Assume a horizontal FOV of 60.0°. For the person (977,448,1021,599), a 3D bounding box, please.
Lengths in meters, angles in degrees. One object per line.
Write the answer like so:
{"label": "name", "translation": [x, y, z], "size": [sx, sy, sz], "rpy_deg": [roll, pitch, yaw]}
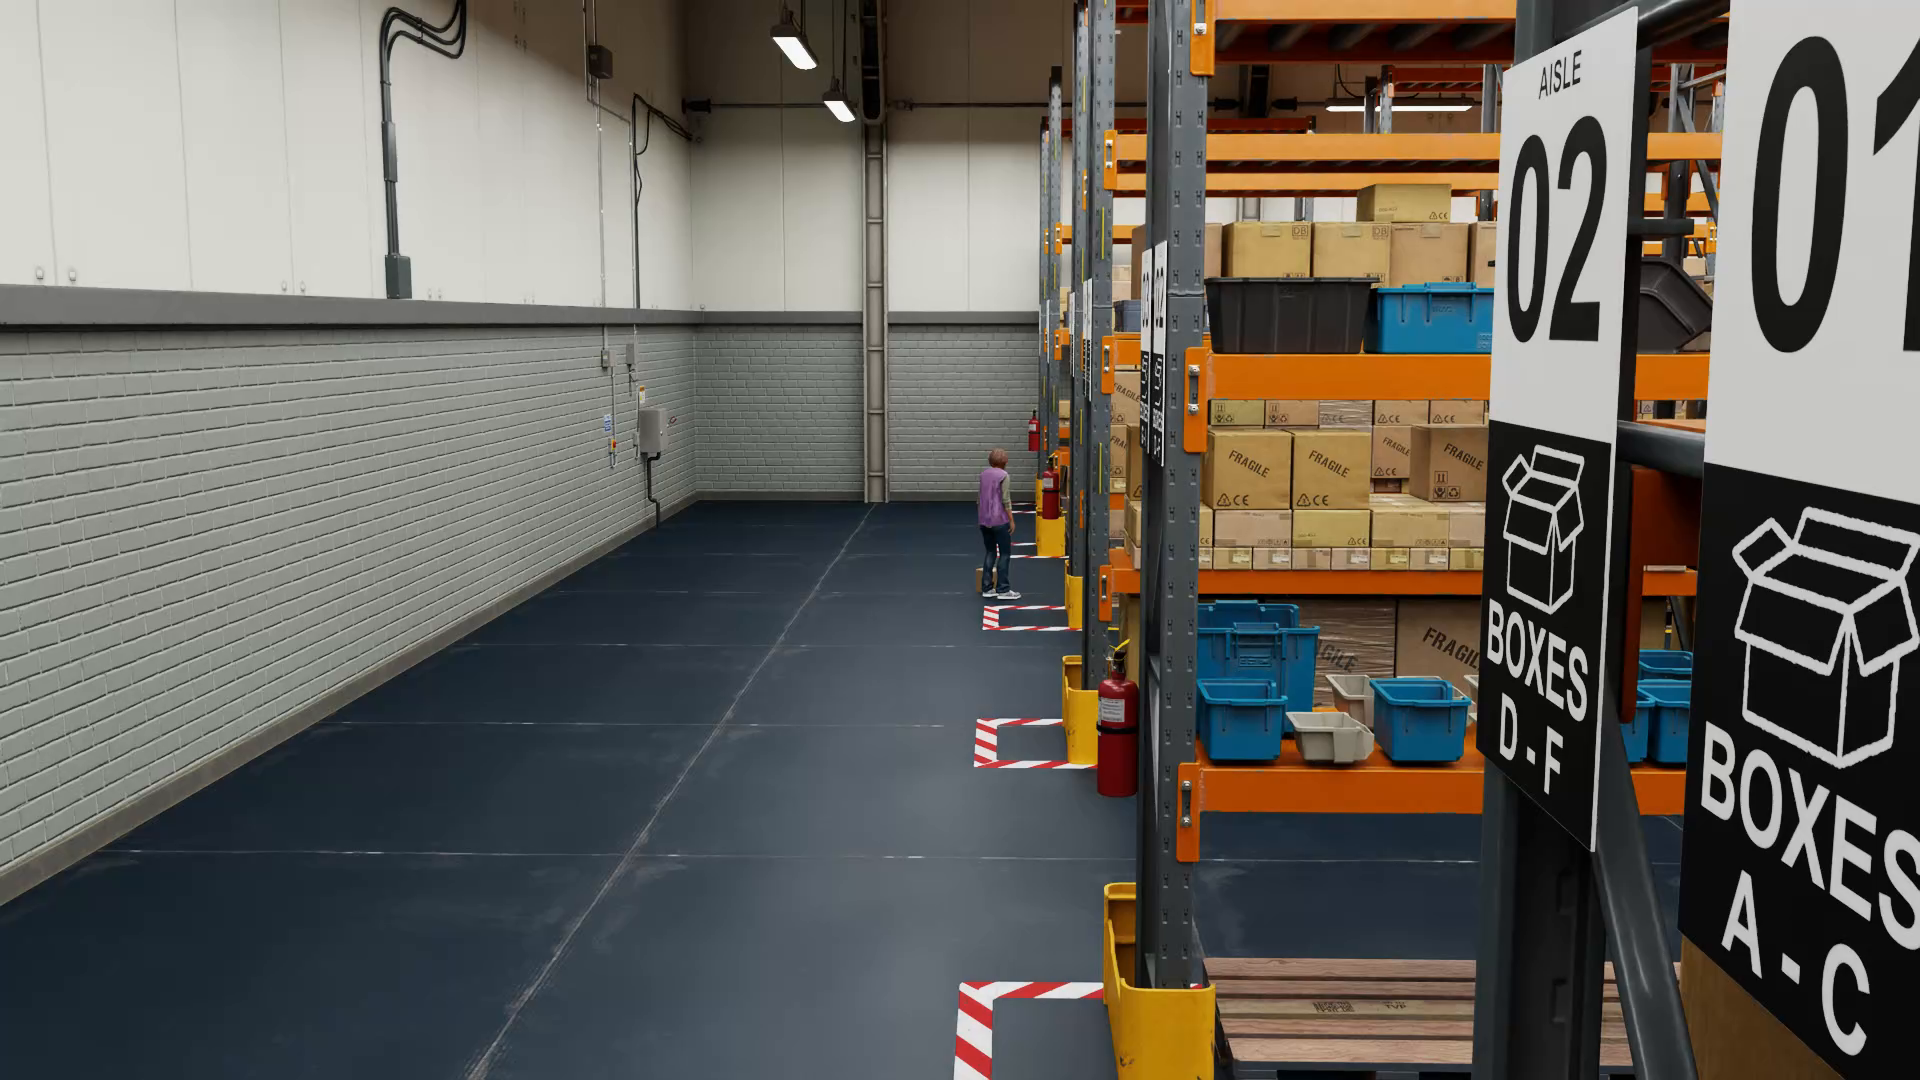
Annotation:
{"label": "person", "translation": [0.384, -0.174, 17.658], "size": [0.484, 1.593, 0.344], "rpy_deg": [7, 10, 44]}
